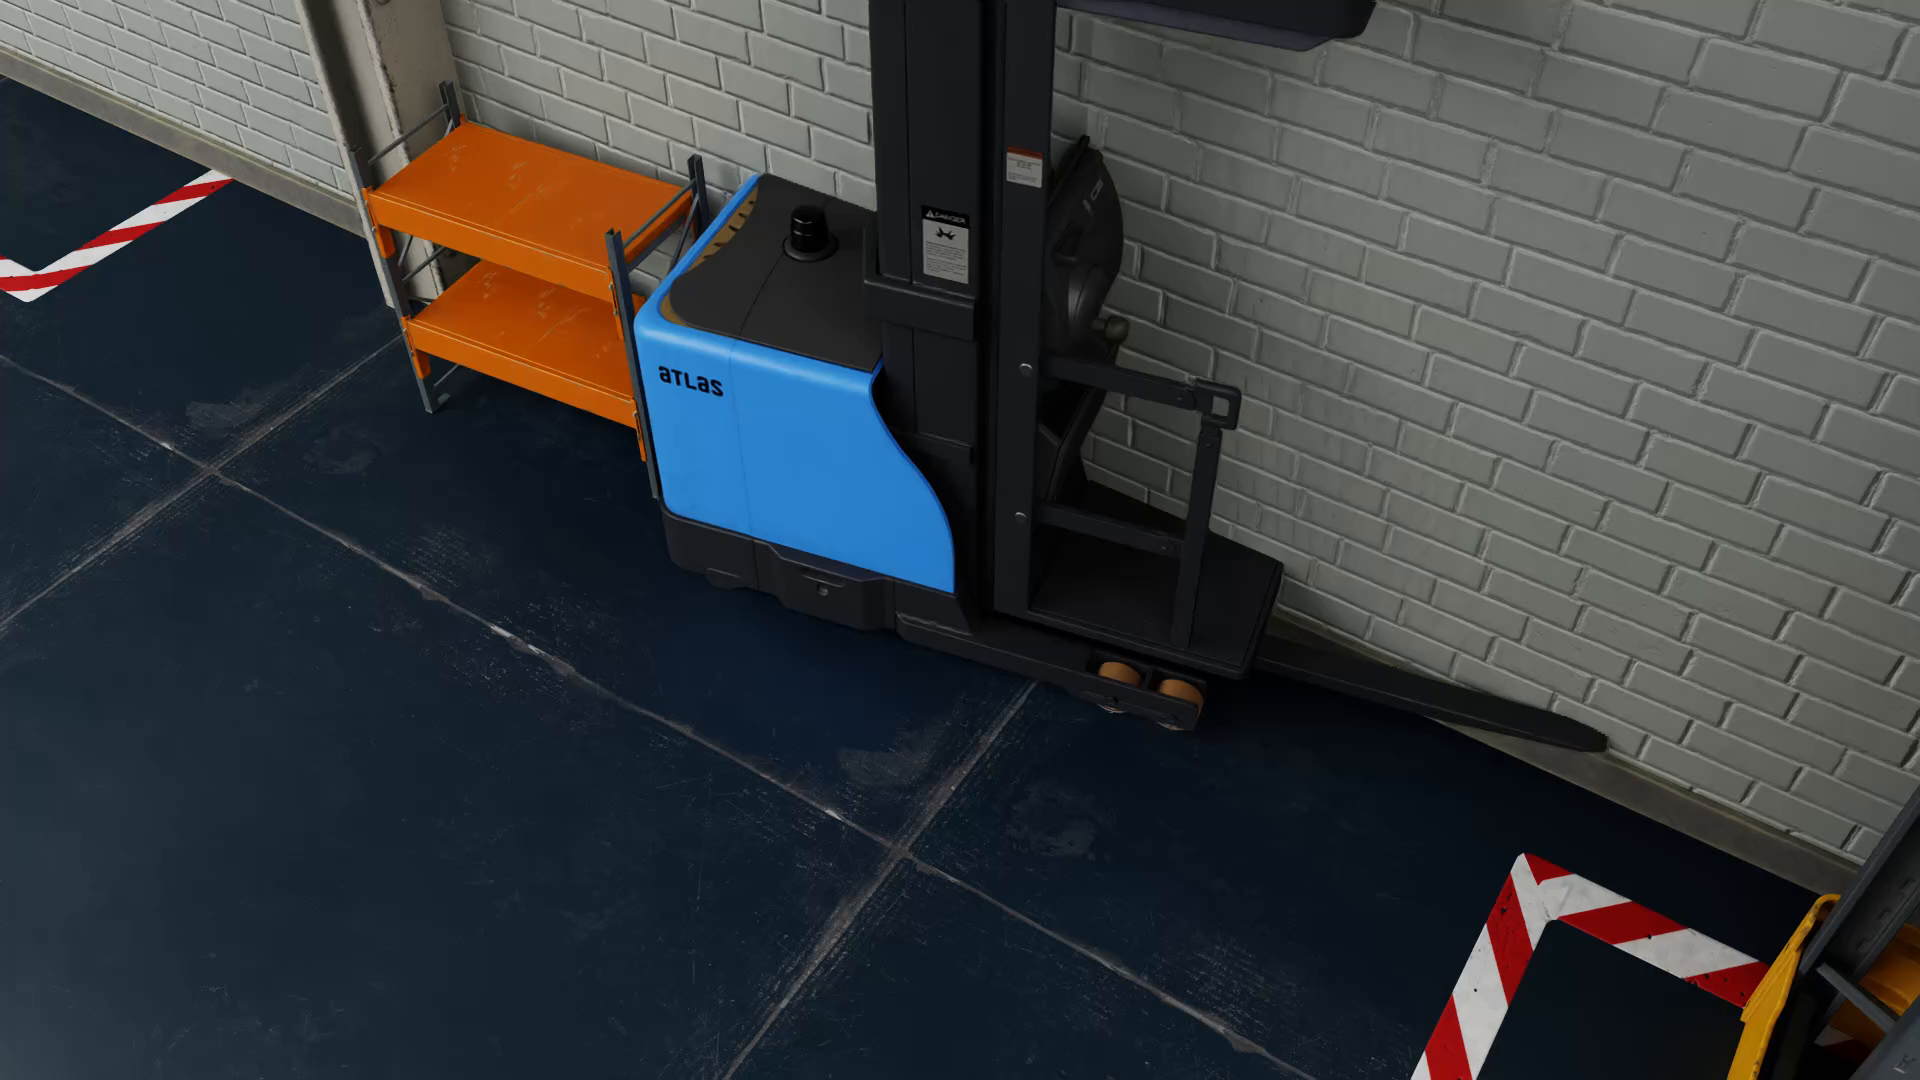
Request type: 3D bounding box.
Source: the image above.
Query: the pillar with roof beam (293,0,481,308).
[{"bbox_3d":[-4.378,-1.500,0.933,0.400,9.000,9.100,25,51,22],"label":"pillar with roof beam"}]

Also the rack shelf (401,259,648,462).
[{"bbox_3d":[-1.416,-0.693,5.980,1.000,0.278,0.538,20,49,18],"label":"rack shelf"}]

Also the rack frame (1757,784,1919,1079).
[{"bbox_3d":[1.941,0.566,3.108,0.127,3.000,1.000,25,51,22],"label":"rack frame"}]

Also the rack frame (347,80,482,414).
[{"bbox_3d":[-1.870,-1.028,5.965,0.032,1.125,0.500,20,49,18],"label":"rack frame"}]

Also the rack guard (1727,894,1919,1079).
[{"bbox_3d":[2.005,1.467,3.976,0.348,0.500,1.175,25,51,22],"label":"rack guard"}]

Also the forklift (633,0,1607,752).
[{"bbox_3d":[0.585,-0.864,4.546,3.031,2.935,1.130,15,48,14],"label":"forklift"}]

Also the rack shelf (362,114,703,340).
[{"bbox_3d":[-1.416,-1.067,5.595,1.000,0.278,0.538,20,49,18],"label":"rack shelf"}]

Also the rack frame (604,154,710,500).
[{"bbox_3d":[-0.963,-0.698,5.644,0.032,1.125,0.500,20,49,18],"label":"rack frame"}]

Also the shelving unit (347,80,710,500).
[{"bbox_3d":[-1.416,-0.863,5.804,1.048,1.125,0.538,20,49,18],"label":"shelving unit"}]
